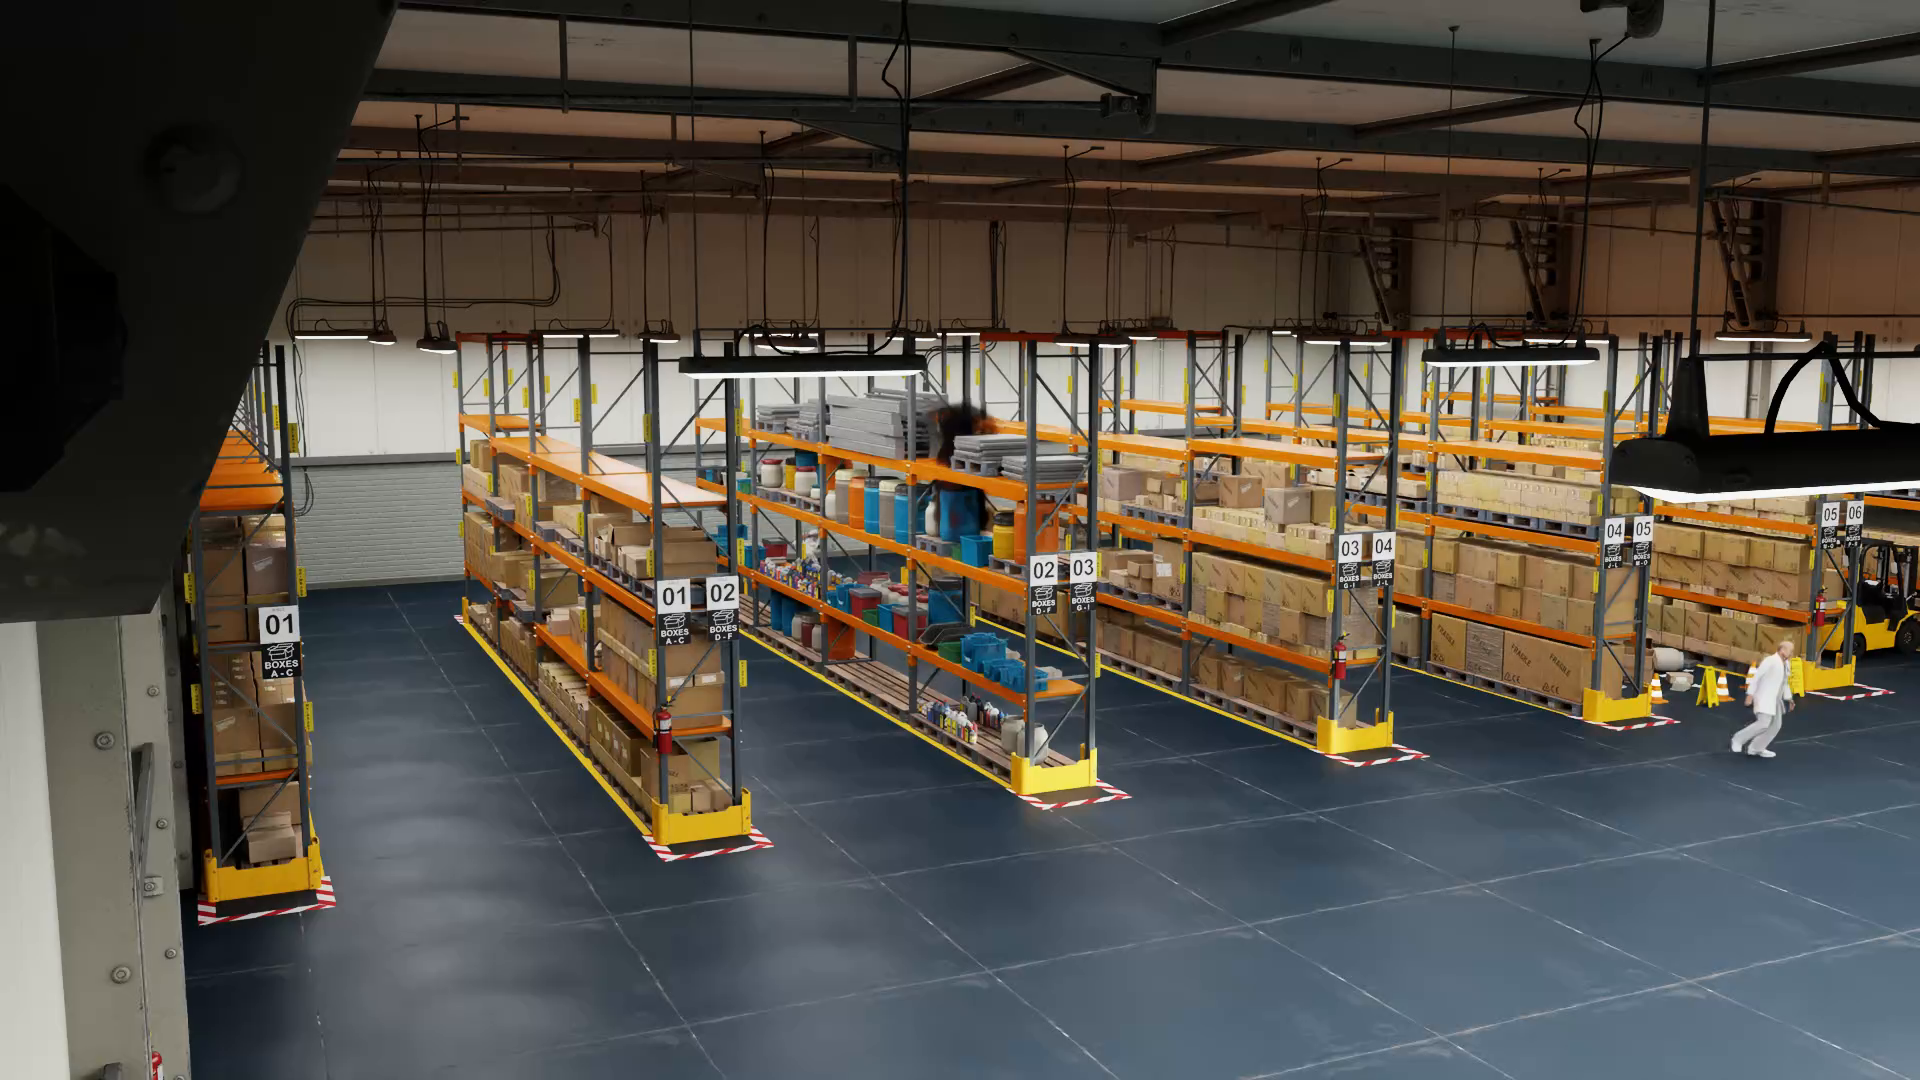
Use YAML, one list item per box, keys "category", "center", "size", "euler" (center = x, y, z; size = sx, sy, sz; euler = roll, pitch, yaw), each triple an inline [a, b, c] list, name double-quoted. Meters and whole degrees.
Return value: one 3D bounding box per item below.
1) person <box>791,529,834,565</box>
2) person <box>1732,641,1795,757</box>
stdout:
- category: "person"
  center: [-3.438, 0.339, 38.734]
  size: [1.036, 1.530, 0.705]
  euler: [-1, 8, -7]
- category: "person"
  center: [11.543, 2.268, 23.898]
  size: [0.850, 1.697, 0.651]
  euler: [-6, 10, -38]
